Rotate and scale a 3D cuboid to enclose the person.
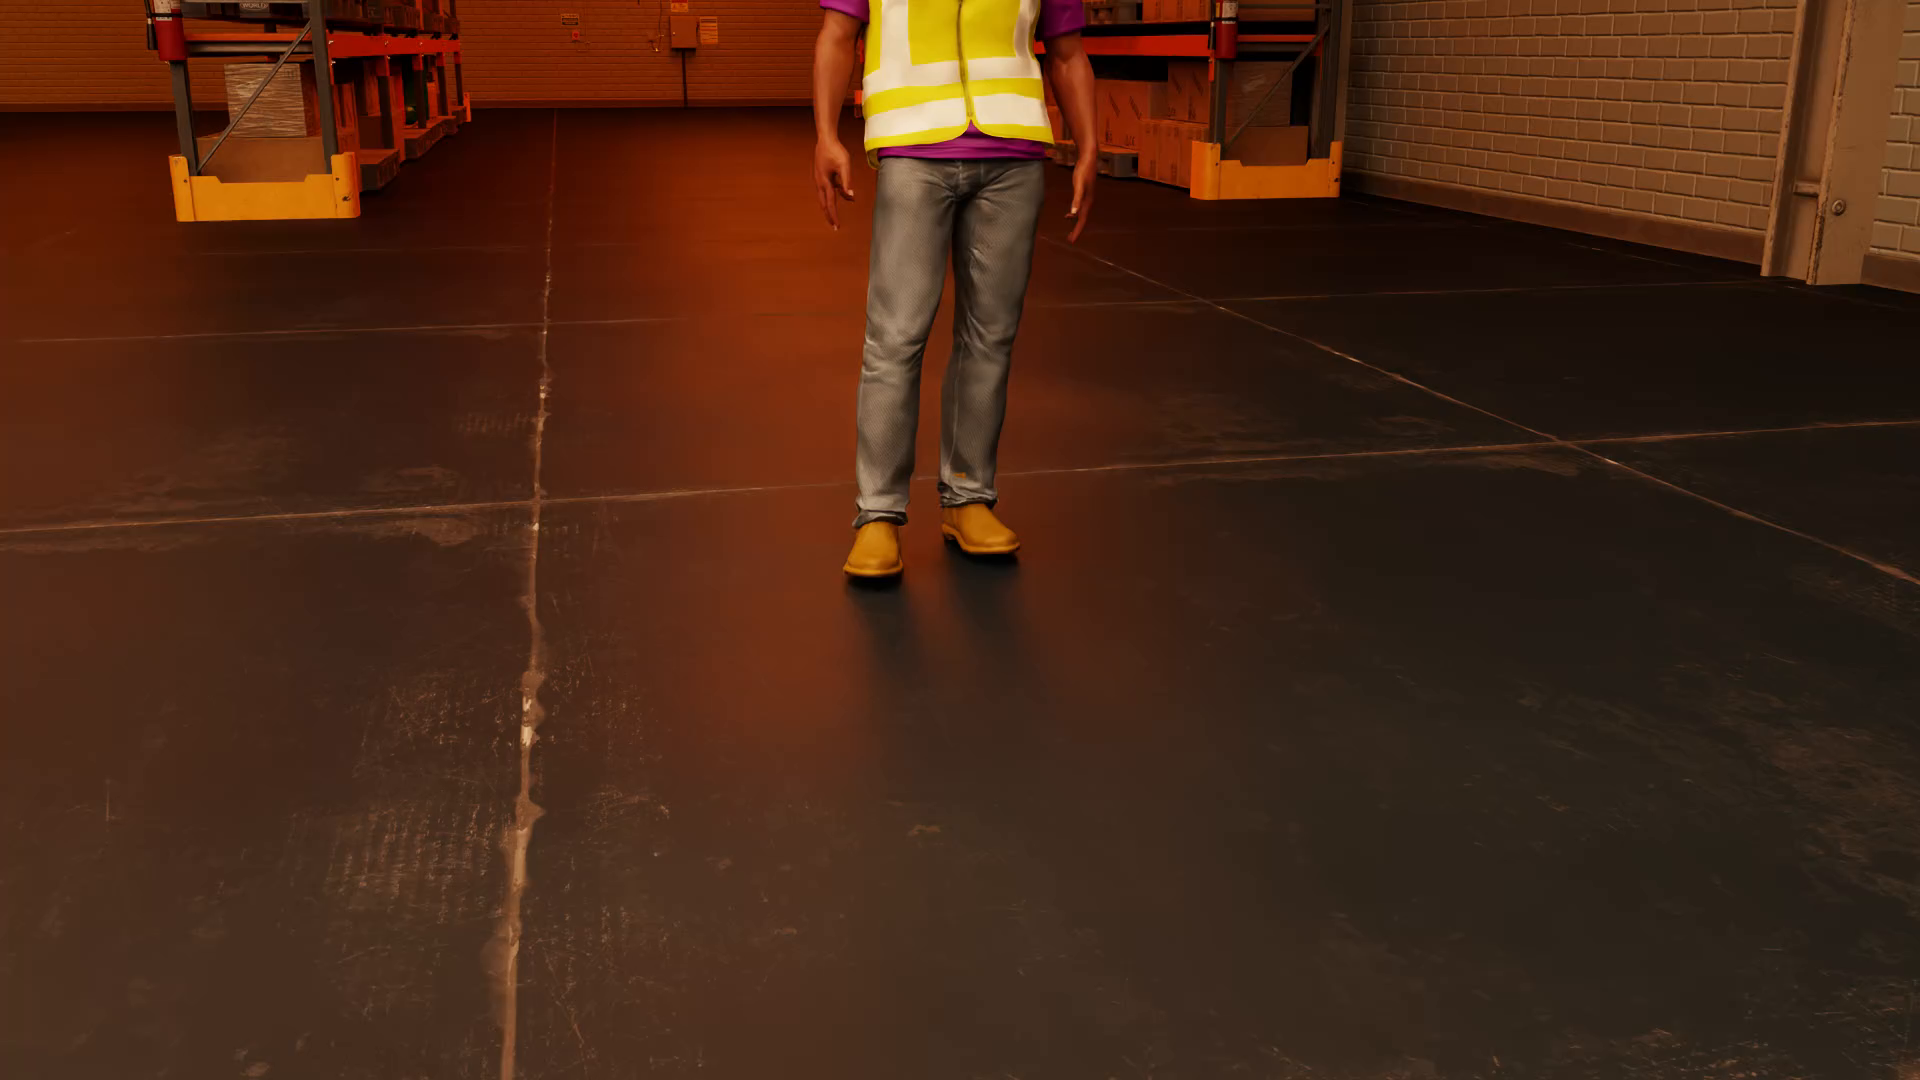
[{"bbox_3d":[-0.008,-0.884,3.760,0.665,1.709,0.418,-4,17,-12],"label":"person"}]
